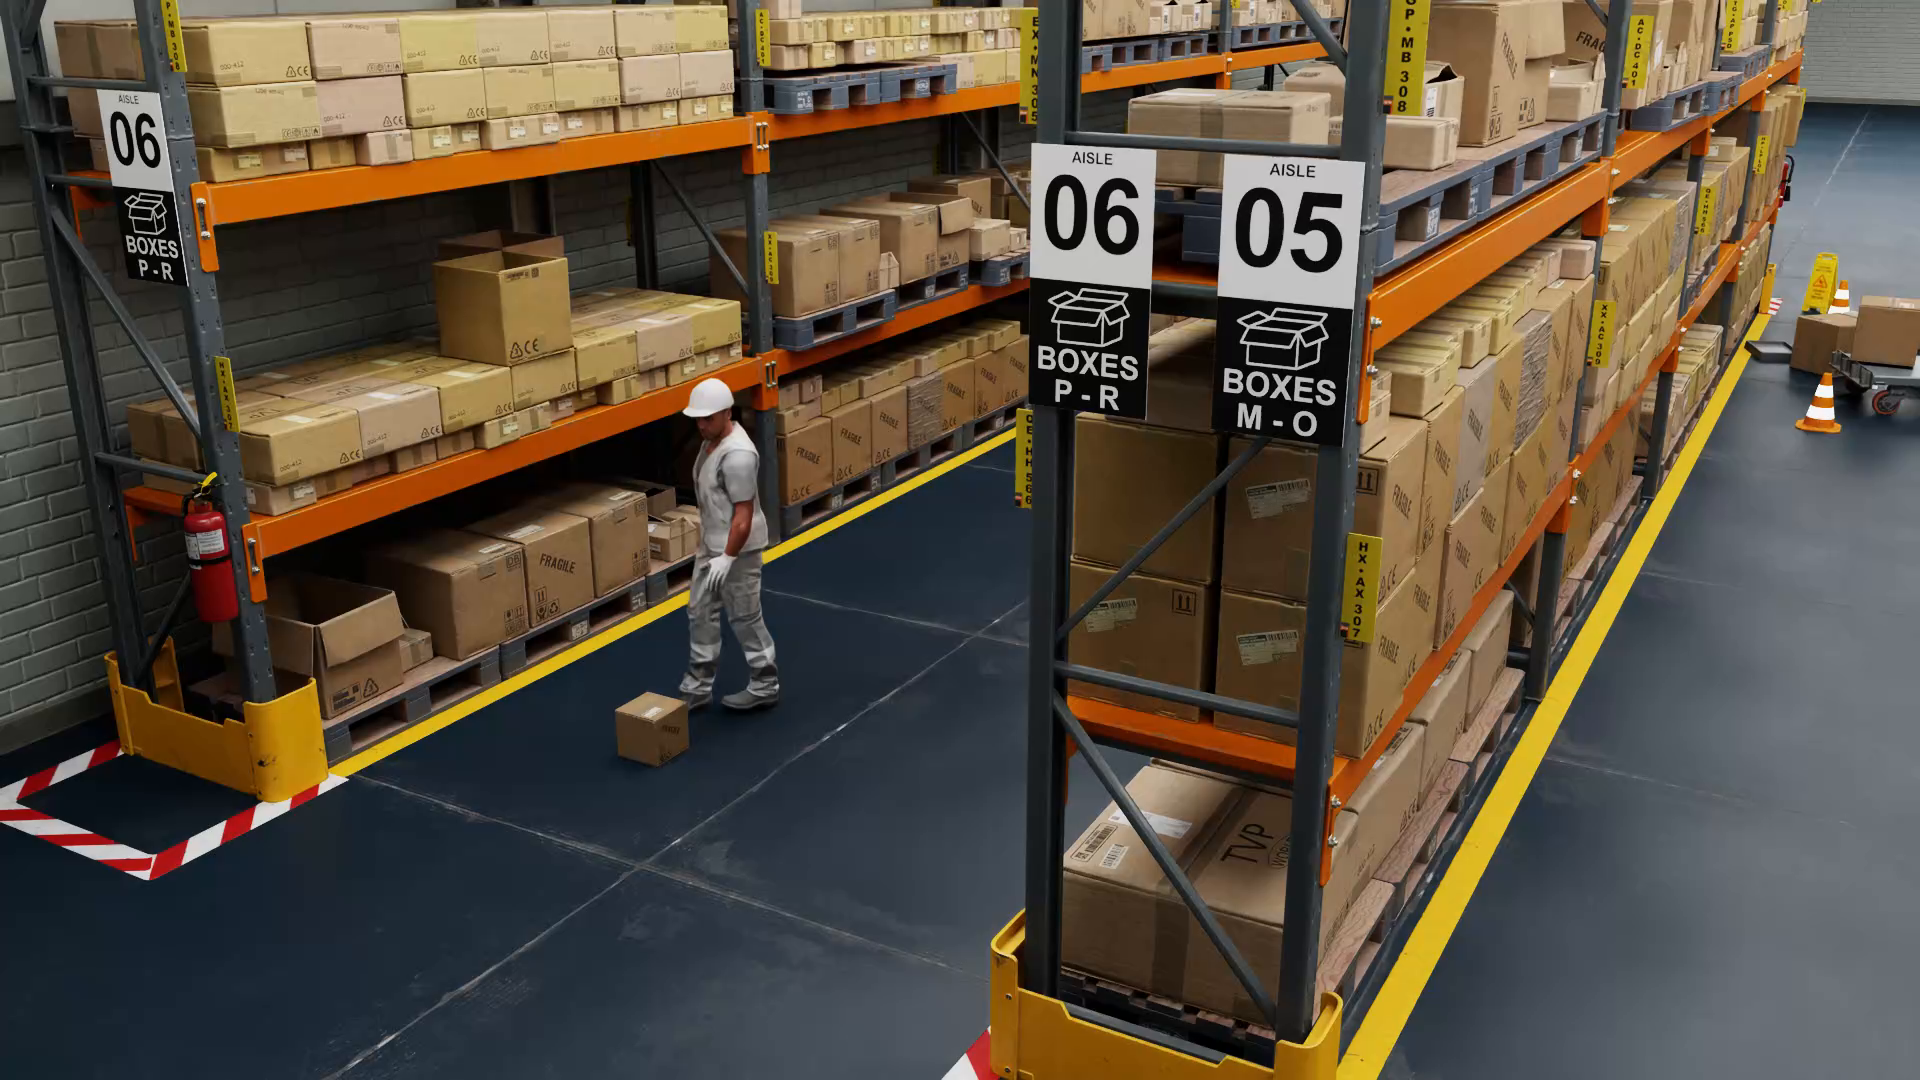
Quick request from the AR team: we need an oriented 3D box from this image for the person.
[{"bbox_3d":[-1.224,0.076,8.344,0.605,1.830,0.601,-9,21,-24],"label":"person"}]
